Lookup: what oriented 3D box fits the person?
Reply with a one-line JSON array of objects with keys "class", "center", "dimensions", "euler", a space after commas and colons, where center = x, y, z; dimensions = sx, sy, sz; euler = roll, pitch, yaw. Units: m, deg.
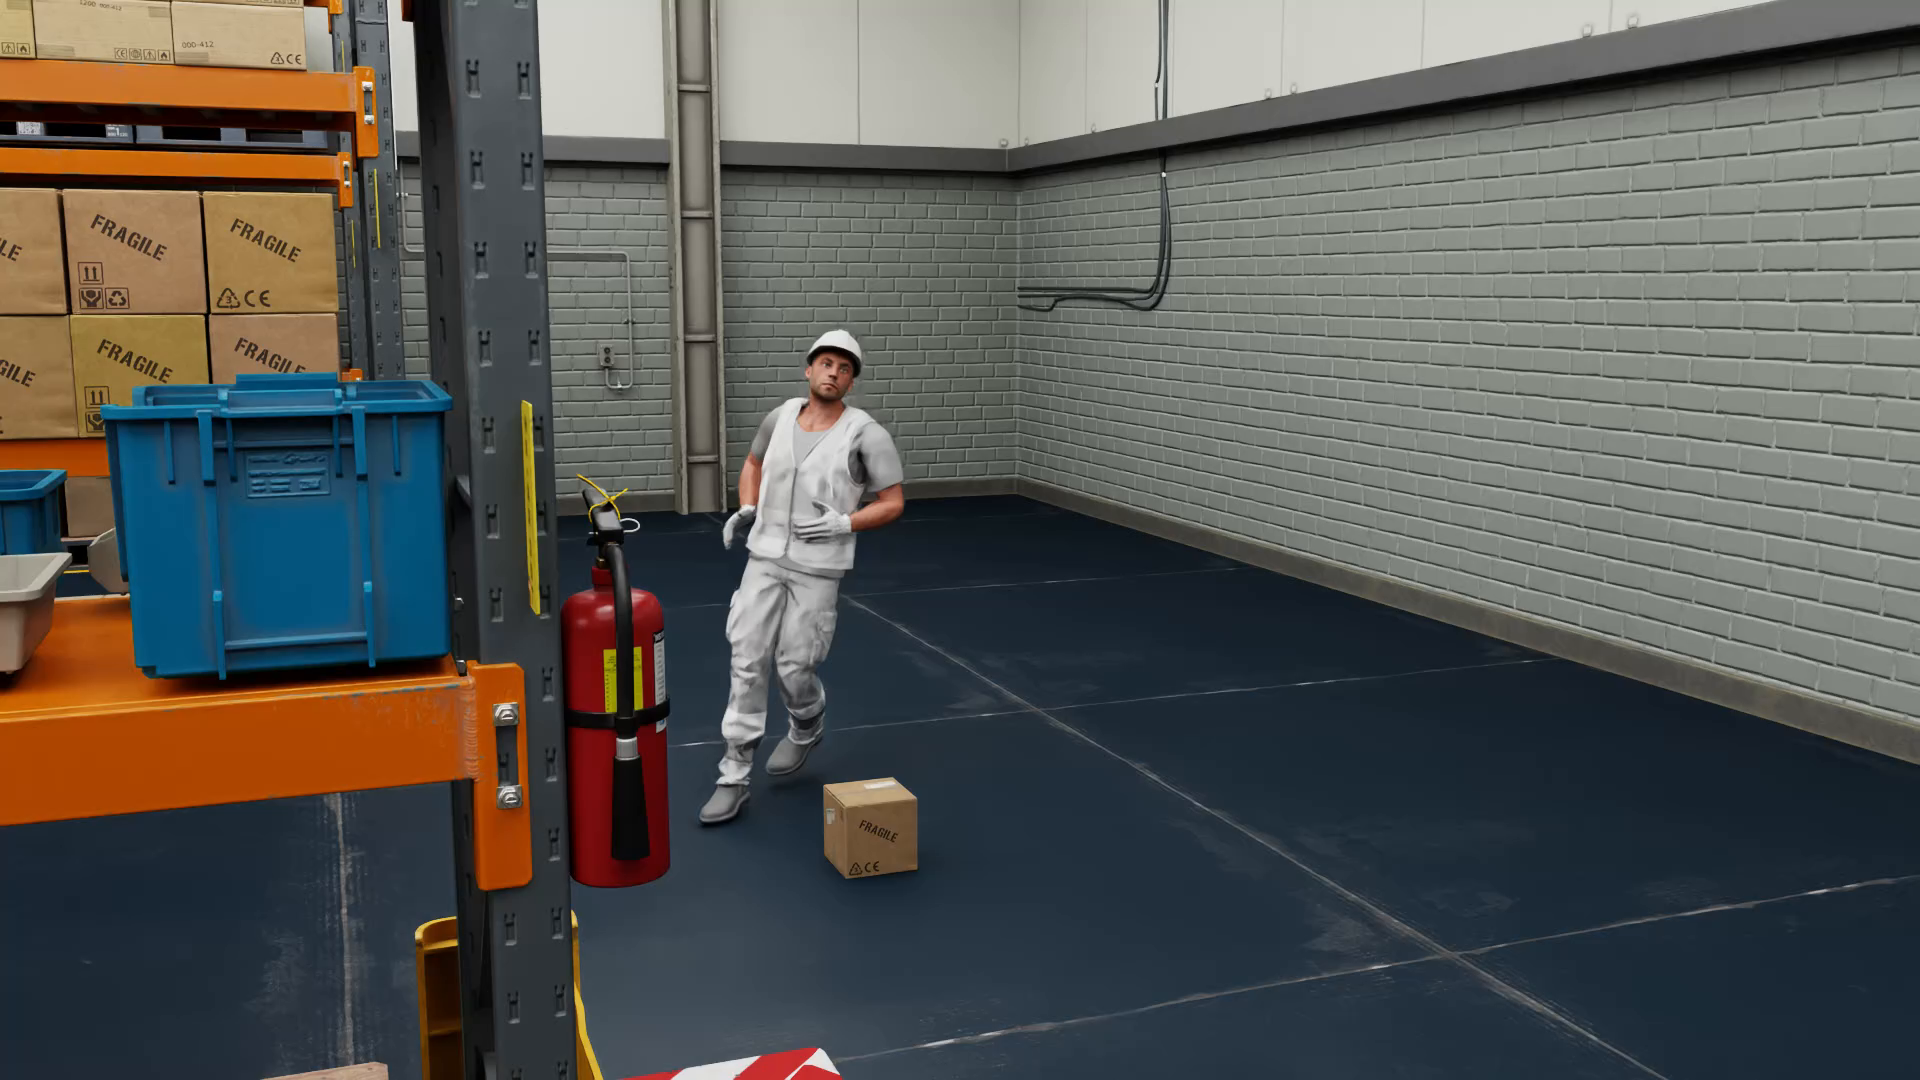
[{"class": "person", "center": [-0.560, 0.114, 6.094], "dimensions": [0.679, 1.754, 0.757], "euler": [3, 9, 16]}]
